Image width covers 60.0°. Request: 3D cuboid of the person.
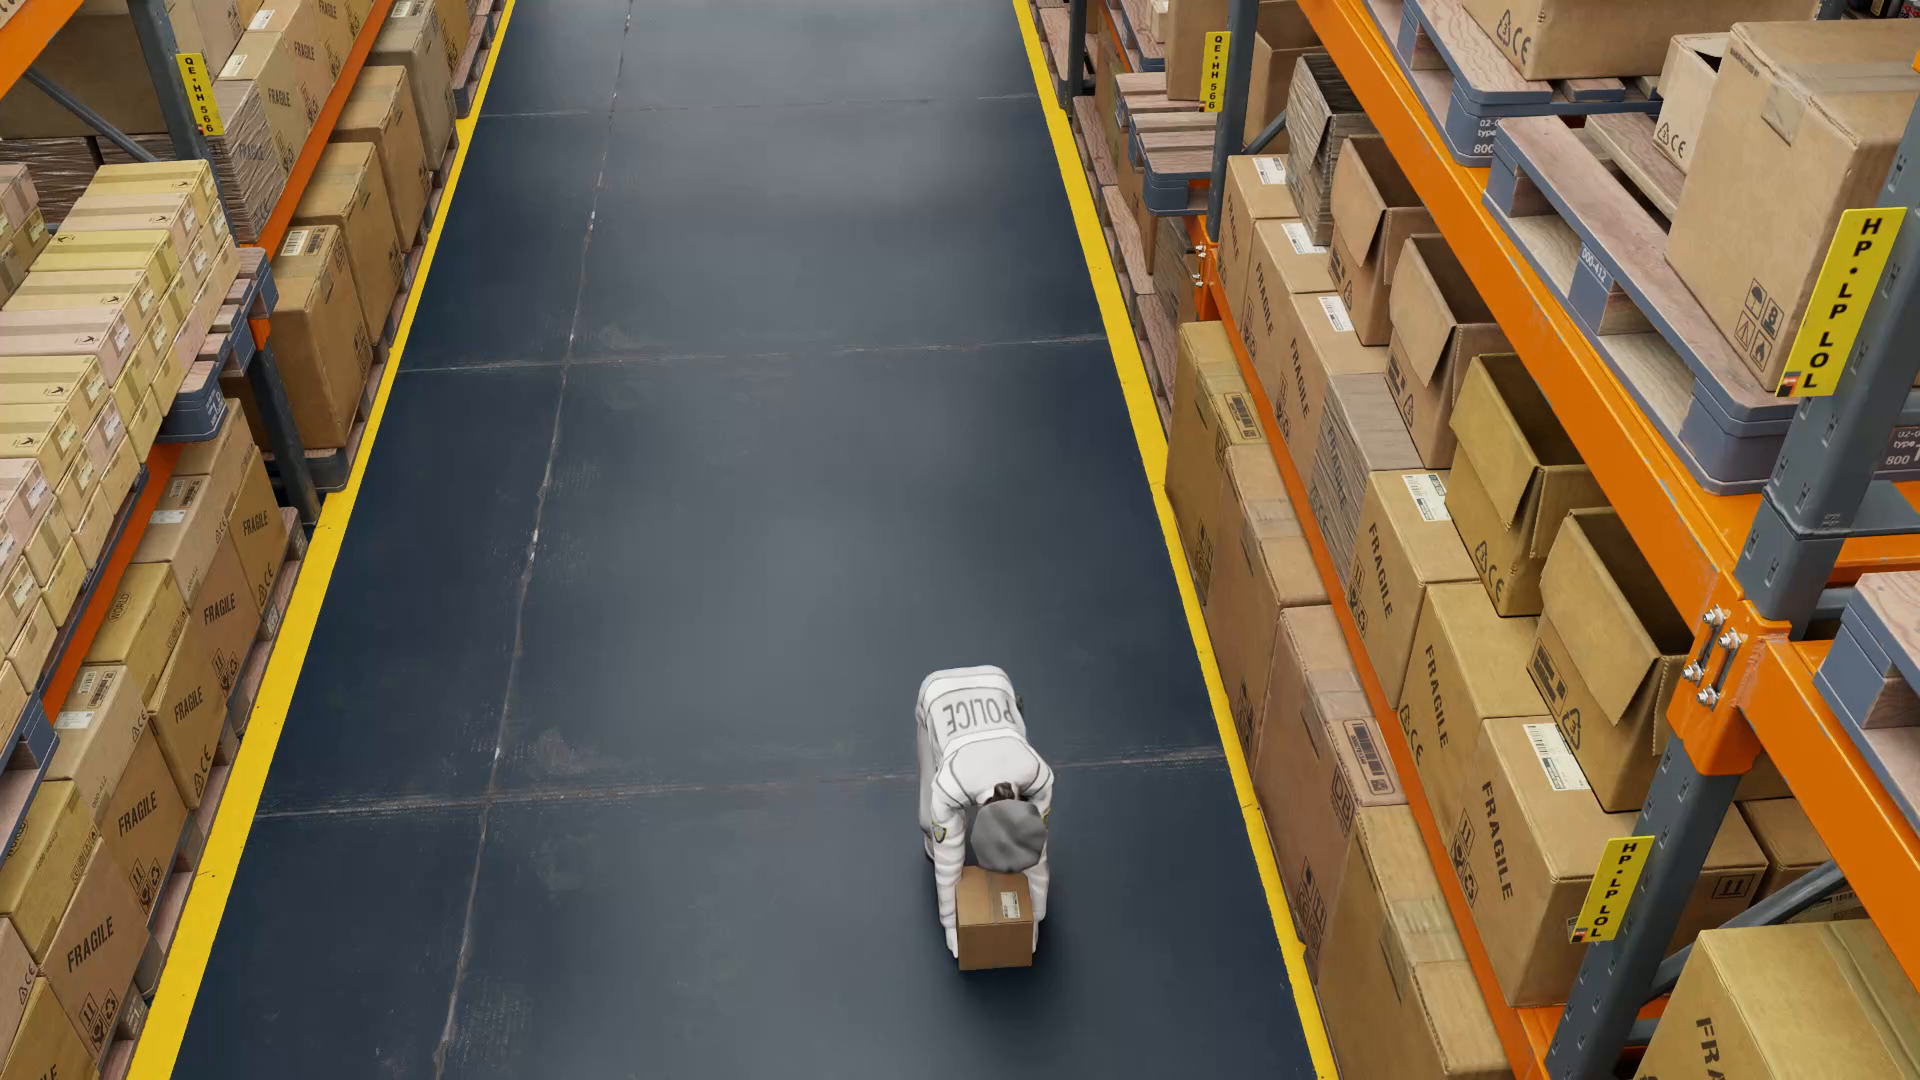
[{"bbox_3d":[0.080,0.915,5.776,0.456,0.761,0.915,-5,40,-6],"label":"person"}]
